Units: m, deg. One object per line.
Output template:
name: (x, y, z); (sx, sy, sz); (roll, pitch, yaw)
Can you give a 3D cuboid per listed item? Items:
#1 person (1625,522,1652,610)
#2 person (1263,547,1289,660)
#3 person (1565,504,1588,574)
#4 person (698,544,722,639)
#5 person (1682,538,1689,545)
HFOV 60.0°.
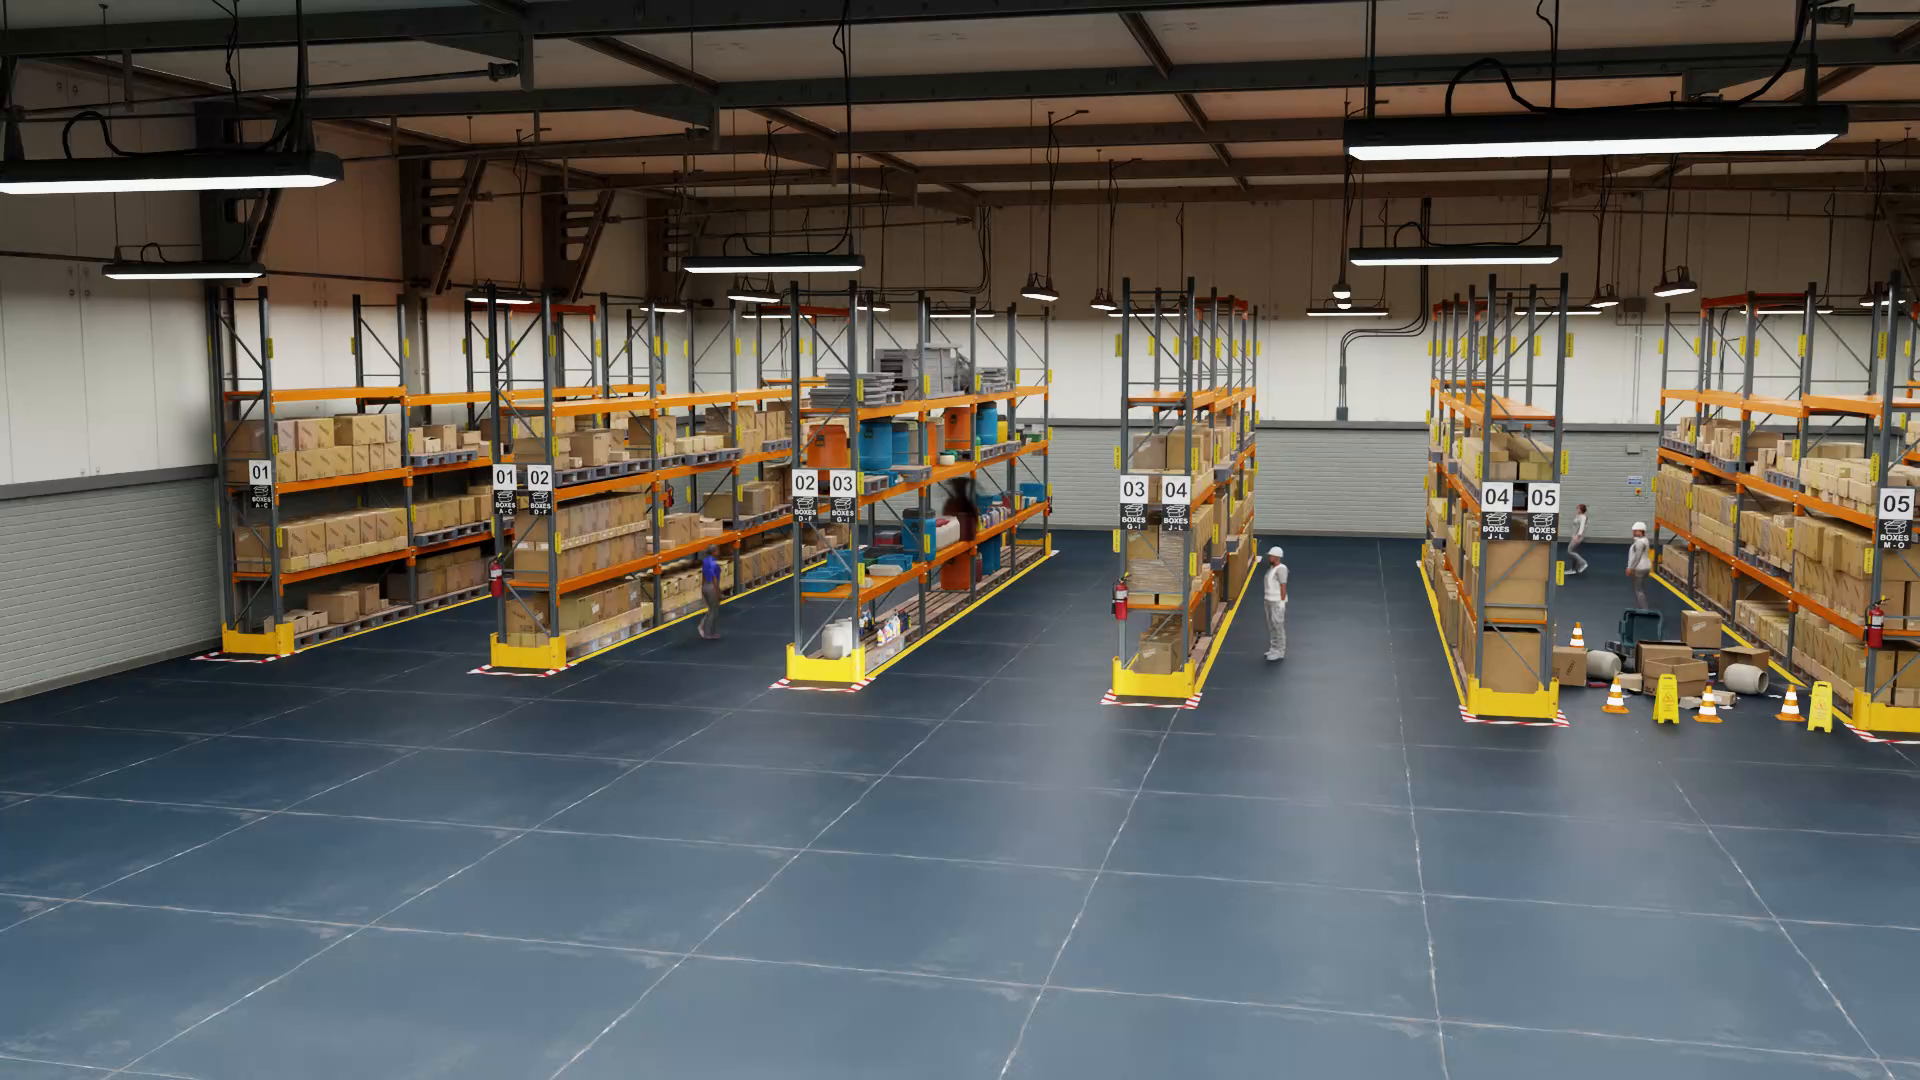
person: (12.684, 0.542, 31.116); (0.584, 1.776, 0.504); (-4, 8, -33)
person: (5.105, 1.012, 27.027); (0.453, 1.788, 0.641); (-2, 7, -15)
person: (13.720, -0.014, 36.945); (0.522, 1.594, 0.515); (4, 7, 28)
person: (-4.273, 0.883, 28.643); (0.432, 1.659, 0.462); (-5, 8, -37)
person: (16.905, -0.276, 38.275); (0.593, 1.731, 0.546); (6, 9, 42)
